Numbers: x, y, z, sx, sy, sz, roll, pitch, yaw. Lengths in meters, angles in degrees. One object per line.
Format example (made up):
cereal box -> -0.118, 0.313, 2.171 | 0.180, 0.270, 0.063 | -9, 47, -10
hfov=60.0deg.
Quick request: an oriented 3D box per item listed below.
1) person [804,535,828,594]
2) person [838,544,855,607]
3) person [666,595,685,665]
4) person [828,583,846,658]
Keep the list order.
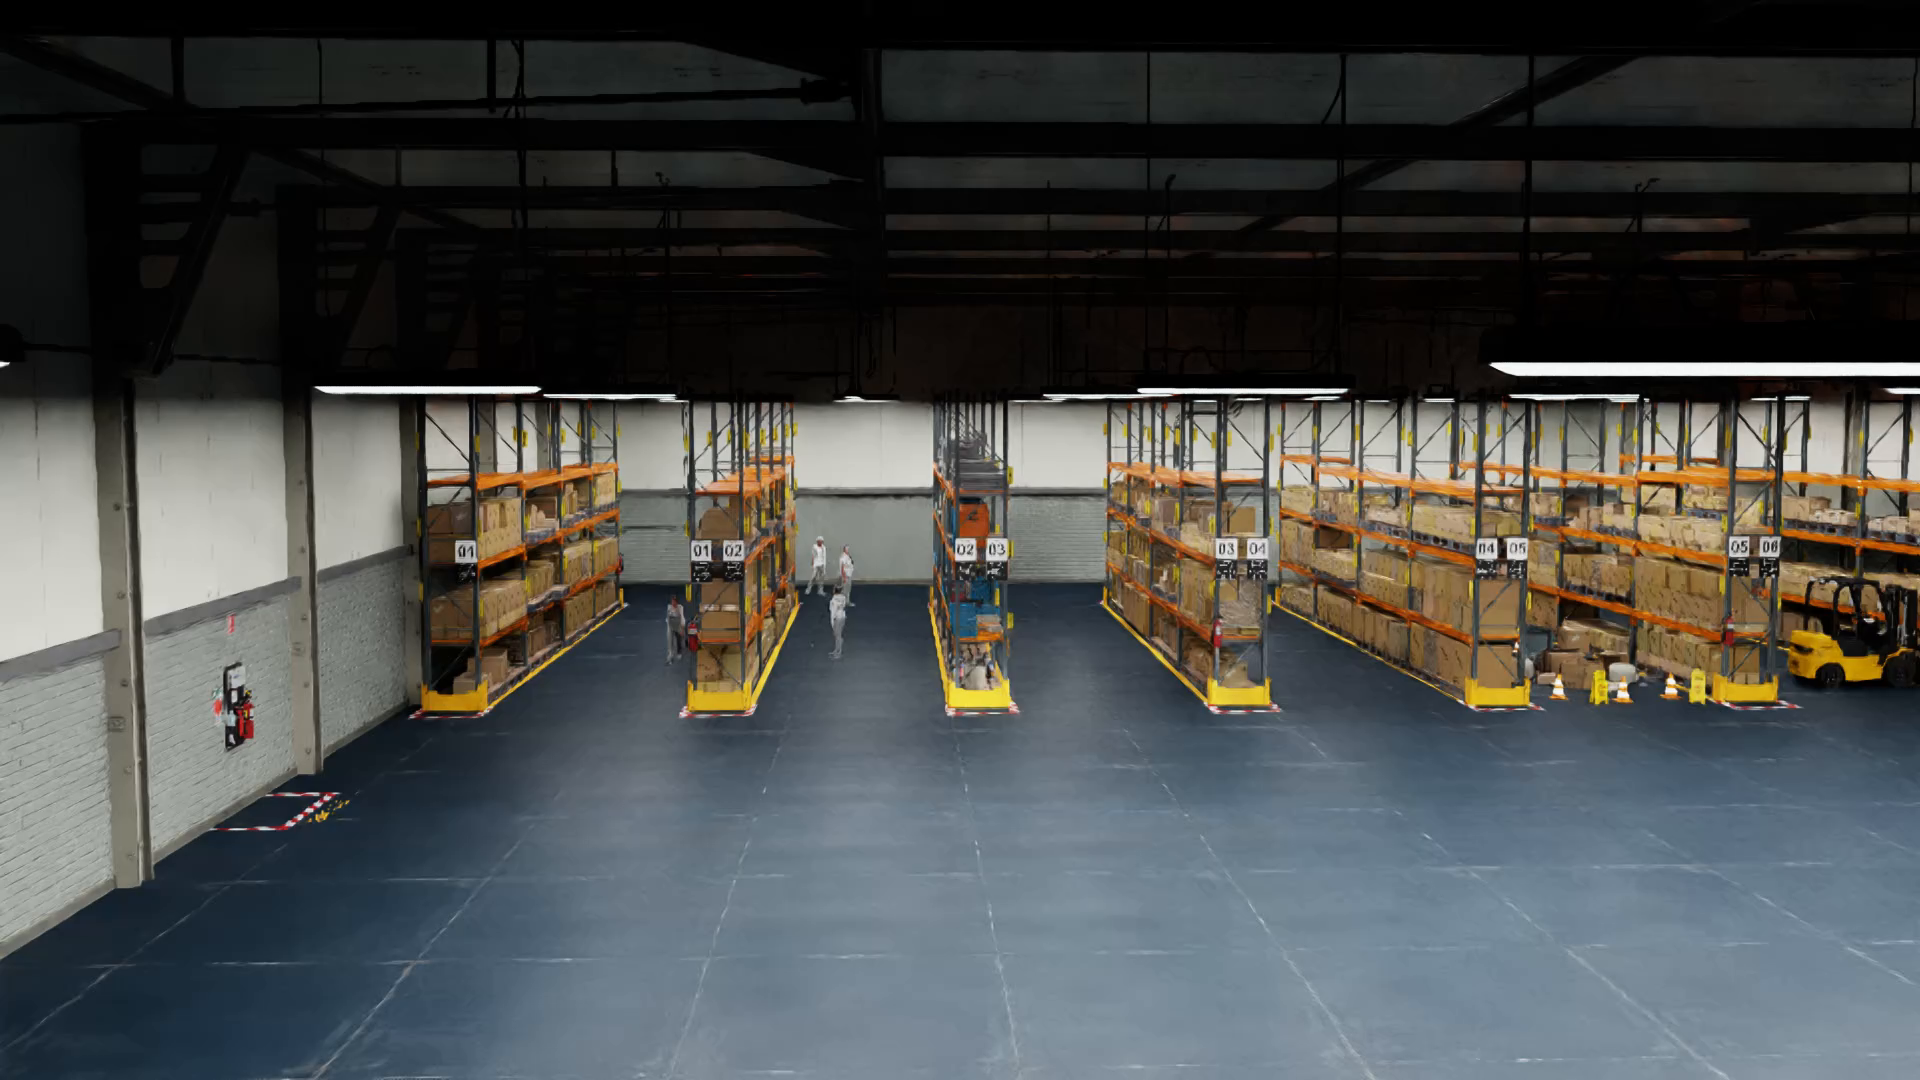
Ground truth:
person -> -4.363, 0.752, 50.133 | 0.471, 1.781, 0.720 | 5, 7, 45
person -> -3.228, 0.999, 47.023 | 0.423, 1.763, 0.640 | 1, 5, 12
person -> -6.283, 1.956, 36.743 | 0.415, 1.517, 1.041 | 0, 5, -5
person -> -2.804, 1.815, 37.558 | 0.460, 1.677, 0.525 | 2, 5, 27
